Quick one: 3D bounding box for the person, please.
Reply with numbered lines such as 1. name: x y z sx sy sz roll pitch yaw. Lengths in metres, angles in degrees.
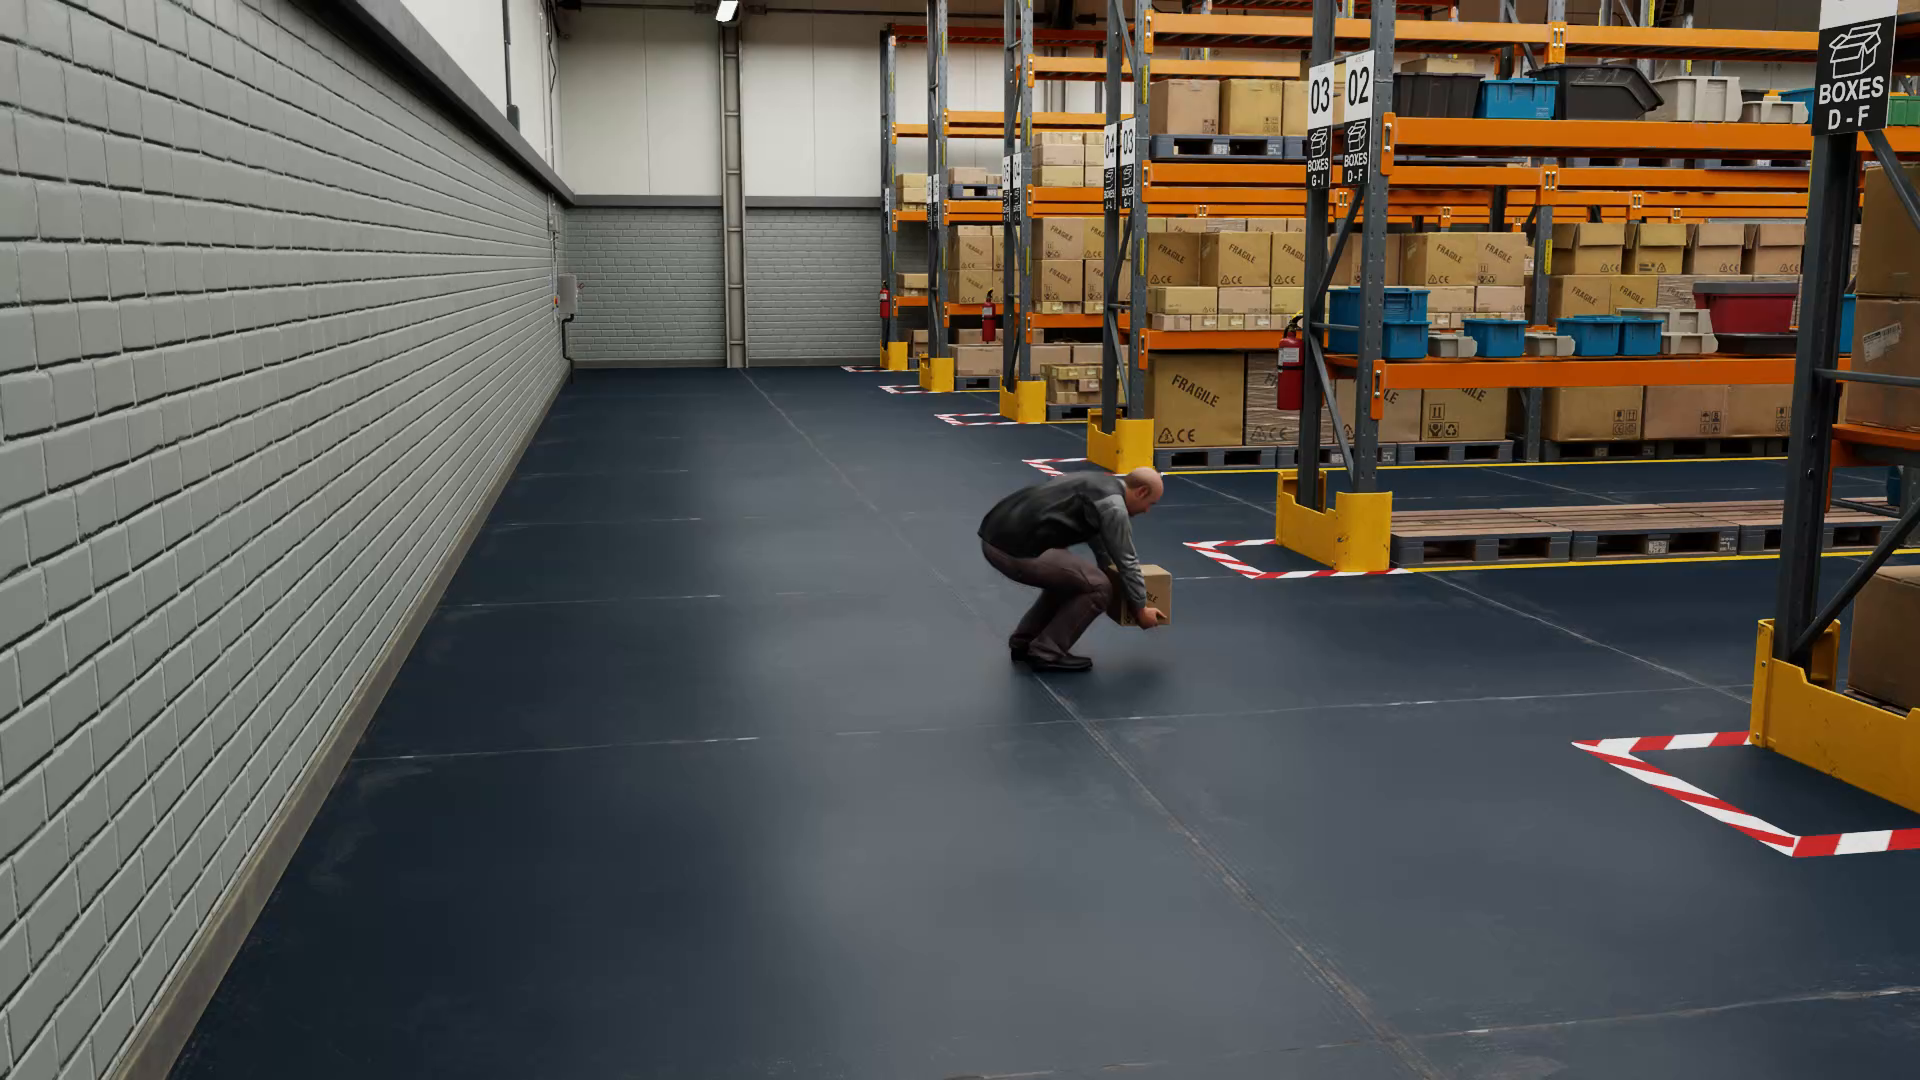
1. person: 0.547 0.132 8.064 0.916 0.953 0.508 -2 10 -13
